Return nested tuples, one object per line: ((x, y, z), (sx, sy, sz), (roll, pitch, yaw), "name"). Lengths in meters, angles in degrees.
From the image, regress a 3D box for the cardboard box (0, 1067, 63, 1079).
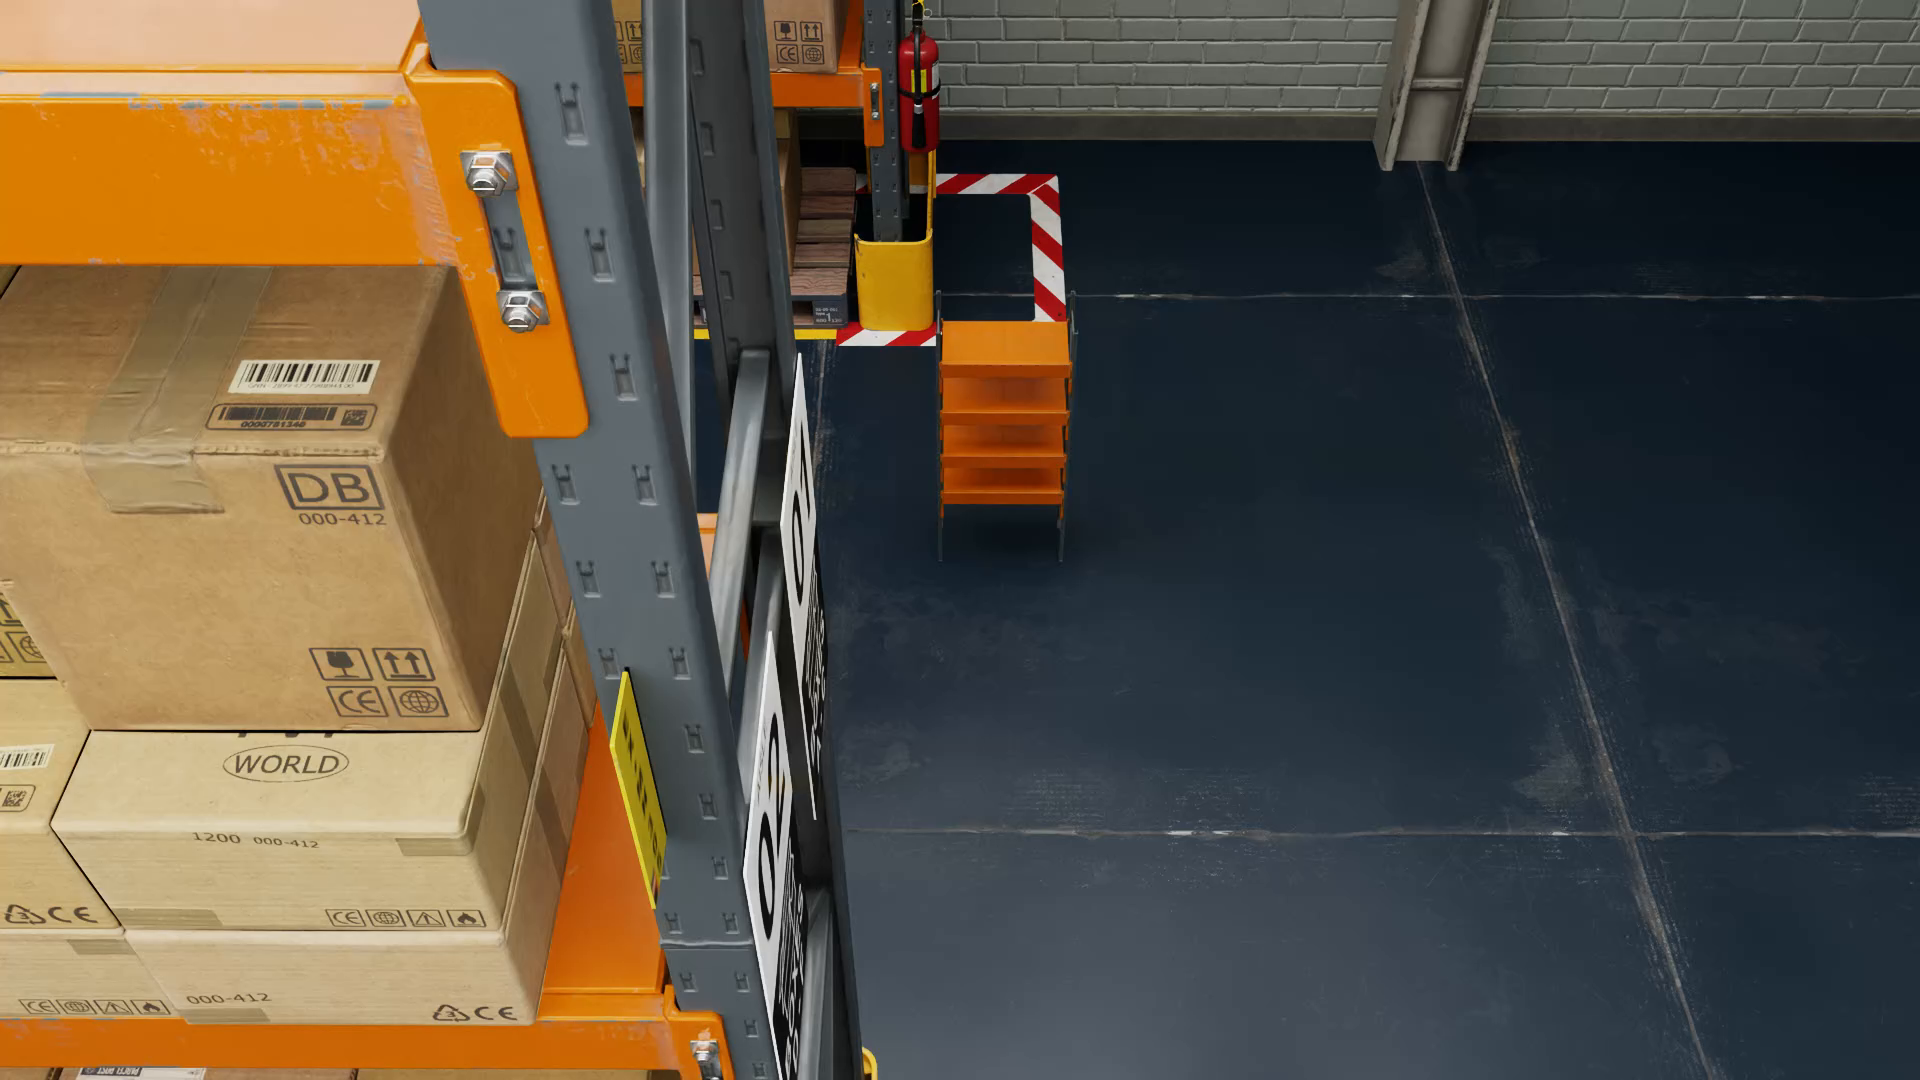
((-1.805, 1.030, 3.071), (0.500, 0.500, 0.500), (1, 47, 1), "cardboard box")

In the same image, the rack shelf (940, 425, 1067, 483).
((0.166, -0.363, 6.440), (0.480, 0.148, 0.258), (0, 47, 0), "rack shelf")

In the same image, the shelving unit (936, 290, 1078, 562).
((0.166, -0.408, 6.391), (0.503, 1.200, 0.258), (0, 47, 0), "shelving unit")

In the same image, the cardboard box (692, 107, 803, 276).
((-1.021, -1.643, 7.731), (0.500, 0.500, 0.700), (0, 47, 0), "cardboard box")

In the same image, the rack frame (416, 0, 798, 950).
((-0.336, -0.841, 1.466), (0.127, 3.000, 1.000), (0, 47, 0), "rack frame")

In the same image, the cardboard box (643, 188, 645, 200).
((-1.522, -1.644, 7.733), (0.500, 0.500, 0.700), (0, 47, 0), "cardboard box")

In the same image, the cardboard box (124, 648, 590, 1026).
((-0.850, 0.424, 2.440), (0.500, 0.250, 0.500), (0, 47, 0), "cardboard box")

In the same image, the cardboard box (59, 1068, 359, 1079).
((-1.287, 1.028, 3.073), (0.500, 0.500, 0.500), (1, 47, 1), "cardboard box")

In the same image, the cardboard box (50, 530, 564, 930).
((-0.850, 0.247, 2.263), (0.500, 0.250, 0.500), (0, 47, 0), "cardboard box")

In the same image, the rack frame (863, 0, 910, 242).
((-0.321, -2.423, 7.037), (0.127, 3.000, 1.000), (0, 47, 0), "rack frame")

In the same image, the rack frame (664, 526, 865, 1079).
((-0.336, 1.203, 3.661), (0.127, 3.000, 1.000), (0, 47, 0), "rack frame")

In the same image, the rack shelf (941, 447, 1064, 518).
((0.166, -0.227, 6.586), (0.480, 0.148, 0.258), (0, 47, 0), "rack shelf")

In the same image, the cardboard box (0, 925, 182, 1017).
((-1.350, 0.415, 2.449), (0.500, 0.250, 0.500), (0, 47, 0), "cardboard box")

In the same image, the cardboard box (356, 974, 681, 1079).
((-0.782, 1.029, 3.073), (0.500, 0.500, 0.500), (0, 47, 0), "cardboard box")

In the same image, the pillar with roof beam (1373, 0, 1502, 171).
((2.366, -1.941, 2.490), (0.400, 9.000, 9.100), (0, 47, 0), "pillar with roof beam")

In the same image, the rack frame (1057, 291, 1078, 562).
((0.410, -0.408, 6.391), (0.015, 1.200, 0.240), (0, 47, 0), "rack frame")

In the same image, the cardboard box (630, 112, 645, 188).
((-1.406, -1.731, 7.370), (0.250, 0.149, 0.380), (1, 47, 1), "cardboard box")

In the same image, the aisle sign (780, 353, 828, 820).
((-0.266, 0.103, 2.910), (0.004, 0.787, 0.394), (0, 47, 0), "aisle sign")

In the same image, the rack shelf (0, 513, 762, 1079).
((-2.336, 0.421, 2.832), (4.000, 0.370, 1.077), (0, 47, 0), "rack shelf")

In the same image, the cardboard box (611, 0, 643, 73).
((-1.558, -2.513, 6.915), (0.700, 0.700, 0.980), (0, 47, 0), "cardboard box")

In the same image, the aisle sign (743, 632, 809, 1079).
((-0.268, 0.542, 2.501), (0.004, 0.787, 0.394), (0, 47, 0), "aisle sign")

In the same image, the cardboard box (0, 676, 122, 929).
((-1.350, 0.246, 2.264), (0.500, 0.250, 0.500), (0, 47, 0), "cardboard box")

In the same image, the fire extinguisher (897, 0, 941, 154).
((-0.172, -1.931, 6.887), (0.183, 0.674, 0.296), (0, 47, 0), "fire extinguisher")

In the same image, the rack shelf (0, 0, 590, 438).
((-2.336, -0.600, 1.735), (4.000, 0.370, 1.077), (0, 47, 0), "rack shelf")

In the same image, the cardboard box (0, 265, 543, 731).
((-0.849, -0.183, 2.151), (0.500, 0.500, 0.700), (0, 47, 0), "cardboard box")

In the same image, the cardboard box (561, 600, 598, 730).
((-0.848, 0.045, 2.793), (0.500, 0.250, 0.500), (0, 47, 0), "cardboard box")

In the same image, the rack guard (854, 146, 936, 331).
((-0.297, -1.571, 7.951), (0.348, 0.500, 1.175), (0, 47, 0), "rack guard")

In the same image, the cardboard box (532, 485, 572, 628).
((-0.848, -0.130, 2.614), (0.500, 0.250, 0.500), (0, 47, 0), "cardboard box")

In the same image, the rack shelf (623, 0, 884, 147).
((-2.321, -2.183, 7.305), (4.000, 0.370, 1.077), (0, 47, 0), "rack shelf")

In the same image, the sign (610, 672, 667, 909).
((-0.358, 0.286, 1.861), (0.005, 0.325, 0.100), (0, 47, 0), "sign")

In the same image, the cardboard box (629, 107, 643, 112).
((-1.402, -2.011, 7.631), (0.250, 0.149, 0.380), (0, 47, 0), "cardboard box")

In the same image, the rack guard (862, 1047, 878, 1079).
((-0.412, 2.055, 4.577), (0.348, 0.500, 1.175), (0, 47, 0), "rack guard")

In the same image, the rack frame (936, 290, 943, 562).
((-0.078, -0.409, 6.392), (0.015, 1.200, 0.240), (0, 47, 0), "rack frame")

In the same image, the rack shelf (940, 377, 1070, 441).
((0.166, -0.515, 6.277), (0.480, 0.148, 0.258), (0, 47, 0), "rack shelf")

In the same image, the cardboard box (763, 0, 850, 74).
((-0.831, -2.519, 6.921), (0.700, 0.700, 0.980), (2, 47, 2), "cardboard box")

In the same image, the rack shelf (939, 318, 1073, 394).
((0.166, -0.676, 6.104), (0.480, 0.148, 0.258), (0, 47, 0), "rack shelf")

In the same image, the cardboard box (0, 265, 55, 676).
((-1.349, -0.246, 2.210), (0.500, 0.500, 0.700), (0, 47, 0), "cardboard box")

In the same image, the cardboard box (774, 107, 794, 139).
((-0.895, -2.010, 7.630), (0.250, 0.149, 0.380), (0, 47, 0), "cardboard box")

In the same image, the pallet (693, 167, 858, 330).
((-1.121, -1.417, 8.006), (1.213, 0.211, 1.003), (0, 47, 0), "pallet")
